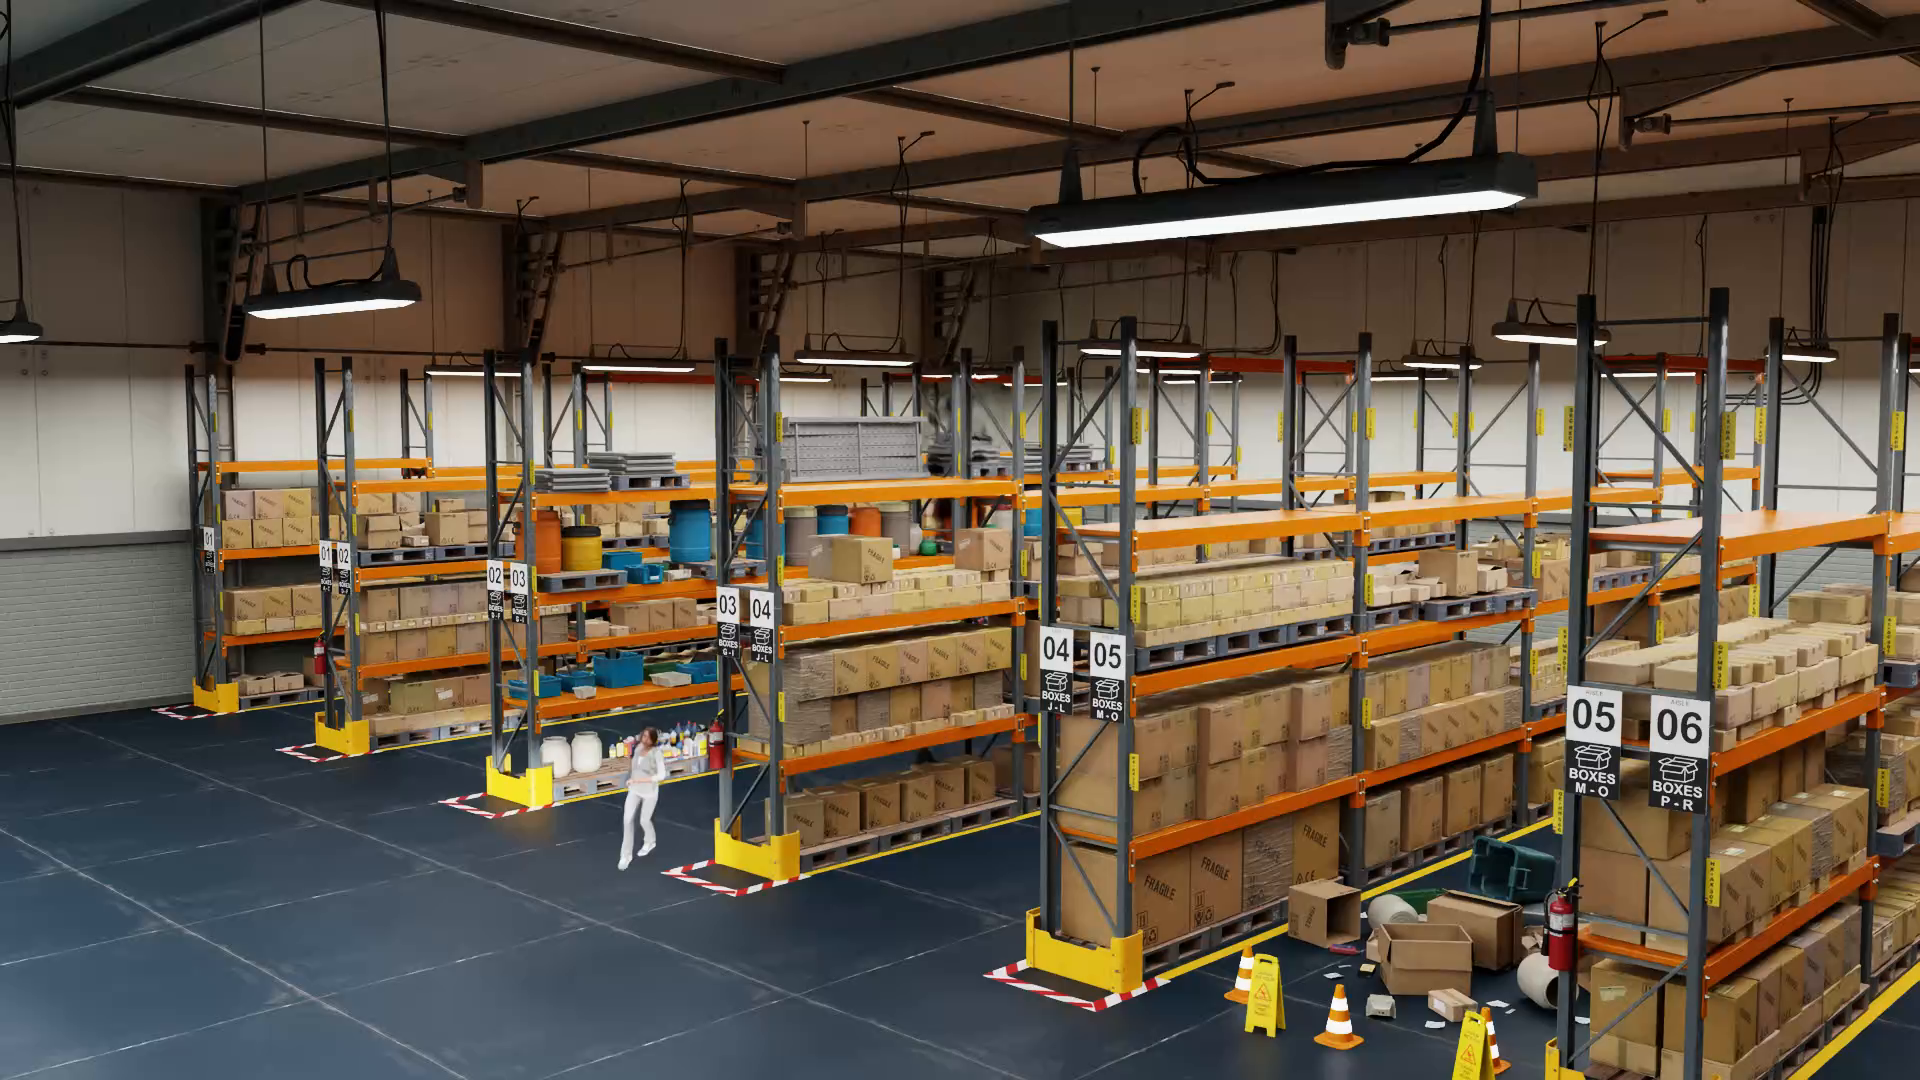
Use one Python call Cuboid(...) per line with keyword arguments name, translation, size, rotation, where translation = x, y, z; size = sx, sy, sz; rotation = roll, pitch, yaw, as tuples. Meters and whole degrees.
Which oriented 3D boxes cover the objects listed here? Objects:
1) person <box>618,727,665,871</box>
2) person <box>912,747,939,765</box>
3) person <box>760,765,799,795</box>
Cuboid(name="person", translation=(-3.572, 2.924, 19.020), size=(0.525, 1.617, 0.702), rotation=(1, 5, 15))
Cuboid(name="person", translation=(-0.545, 2.653, 22.939), size=(0.539, 1.448, 0.909), rotation=(4, 6, 40))
Cuboid(name="person", translation=(-2.349, 2.574, 21.785), size=(0.628, 1.668, 0.688), rotation=(2, 5, 27))
